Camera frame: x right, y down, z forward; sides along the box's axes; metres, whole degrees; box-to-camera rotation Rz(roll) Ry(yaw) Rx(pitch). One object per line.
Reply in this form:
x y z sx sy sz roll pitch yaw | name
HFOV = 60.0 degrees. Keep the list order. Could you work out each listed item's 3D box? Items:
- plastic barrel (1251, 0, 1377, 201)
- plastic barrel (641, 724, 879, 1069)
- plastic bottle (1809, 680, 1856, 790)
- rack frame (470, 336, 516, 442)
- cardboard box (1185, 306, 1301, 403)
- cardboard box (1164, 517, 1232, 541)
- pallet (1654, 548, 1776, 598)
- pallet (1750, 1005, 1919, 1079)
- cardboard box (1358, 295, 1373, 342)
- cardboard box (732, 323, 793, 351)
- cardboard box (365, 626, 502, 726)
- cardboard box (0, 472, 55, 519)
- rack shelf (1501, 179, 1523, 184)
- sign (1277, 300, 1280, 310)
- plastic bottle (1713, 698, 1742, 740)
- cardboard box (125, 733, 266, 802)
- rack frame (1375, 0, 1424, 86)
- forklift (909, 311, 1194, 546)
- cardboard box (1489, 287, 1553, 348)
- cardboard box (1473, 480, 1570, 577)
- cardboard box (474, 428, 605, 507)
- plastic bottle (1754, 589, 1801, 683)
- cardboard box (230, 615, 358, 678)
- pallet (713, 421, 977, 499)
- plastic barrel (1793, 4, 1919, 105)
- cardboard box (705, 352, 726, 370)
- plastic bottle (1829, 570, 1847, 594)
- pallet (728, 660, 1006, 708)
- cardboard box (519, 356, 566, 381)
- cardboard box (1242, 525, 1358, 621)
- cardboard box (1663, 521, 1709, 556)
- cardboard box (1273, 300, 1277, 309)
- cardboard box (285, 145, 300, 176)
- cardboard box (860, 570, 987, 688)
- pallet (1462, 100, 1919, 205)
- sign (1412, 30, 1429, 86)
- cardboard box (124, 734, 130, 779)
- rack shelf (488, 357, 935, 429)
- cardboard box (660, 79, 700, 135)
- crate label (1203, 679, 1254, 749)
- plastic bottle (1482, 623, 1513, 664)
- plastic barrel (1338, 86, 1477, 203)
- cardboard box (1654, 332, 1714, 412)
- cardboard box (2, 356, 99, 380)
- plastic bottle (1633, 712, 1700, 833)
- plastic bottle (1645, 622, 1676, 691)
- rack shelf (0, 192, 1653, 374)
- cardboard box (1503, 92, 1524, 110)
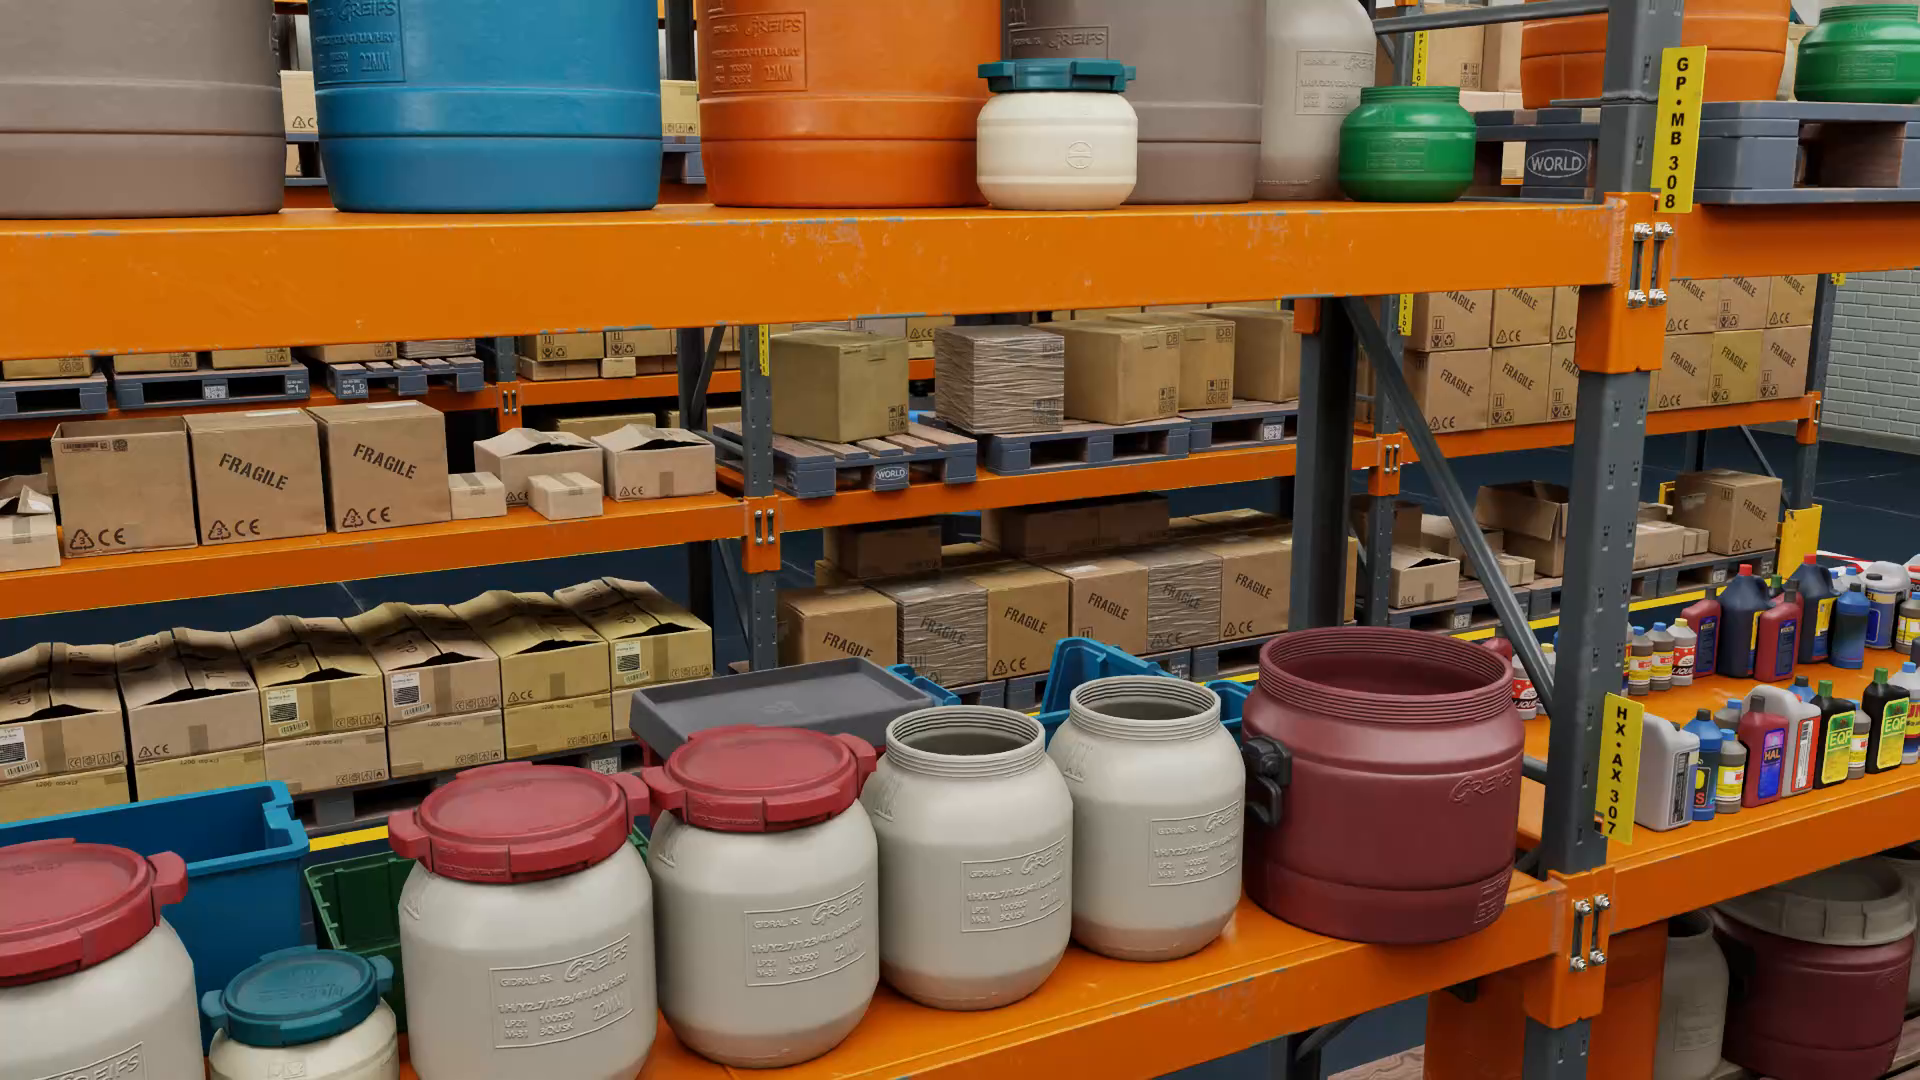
0.762 -1.066 3.925 0.421 0.512 0.421 0 13 0 | plastic barrel
-0.361 0.652 3.070 0.433 0.535 0.433 0 13 0 | plastic barrel
2.261 0.499 4.328 0.133 0.283 0.061 -7 14 -28 | plastic bottle
-3.566 -1.430 12.633 0.127 3.000 1.000 -7 14 -28 | rack frame
1.799 -1.144 10.176 0.700 0.500 0.500 11 17 41 | cardboard box
1.318 0.170 10.213 0.500 0.500 0.500 -7 14 -27 | cardboard box
5.067 0.135 12.030 1.213 0.211 1.003 -7 14 -28 | pallet
2.923 1.621 5.427 1.213 0.211 1.003 -7 14 -28 | pallet
2.642 -1.537 10.600 0.500 0.500 0.500 -7 14 -28 | cardboard box
-1.663 -1.797 13.313 0.500 0.500 0.500 -6 14 -26 | cardboard box
-2.428 0.598 7.650 0.500 0.311 0.500 -7 14 -28 | cardboard box
-4.016 -0.118 7.106 0.258 0.266 0.396 -7 15 -29 | cardboard box
4.077 -2.220 10.948 4.000 0.370 1.077 -7 14 -28 | rack shelf
2.055 -1.423 10.629 0.005 0.325 0.100 -7 14 -28 | sign
2.046 0.522 4.411 0.097 0.201 0.097 0 13 0 | plastic bottle
-3.325 0.978 7.238 0.500 0.250 0.500 -7 15 -30 | cardboard box
2.322 -3.824 9.604 0.127 3.000 1.000 -7 14 -28 | rack frame
0.753 -1.384 12.585 3.031 2.935 1.130 4 13 17 | forklift
3.323 -1.483 10.363 0.500 0.500 0.500 -7 15 -30 | cardboard box
3.968 -0.092 11.371 0.637 0.503 0.797 -7 14 -28 | cardboard box
-2.067 -0.376 8.151 0.500 0.311 0.500 -7 14 -29 | cardboard box
2.566 0.299 5.214 0.133 0.283 0.061 -7 14 -28 | plastic bottle
-3.146 0.550 7.864 0.500 0.311 0.500 -7 14 -29 | cardboard box
-0.628 -0.467 8.791 1.003 0.211 1.213 -7 14 -28 | pallet
2.221 -1.181 4.090 0.294 0.245 0.294 0 13 0 | plastic barrel
-2.050 -1.448 13.240 0.250 0.149 0.380 -7 14 -27 | cardboard box
2.886 0.235 5.526 0.097 0.271 0.097 0 13 0 | plastic bottle
-0.516 0.813 9.016 1.213 0.211 1.003 -7 14 -28 | pallet
-3.166 -1.308 12.614 0.250 0.149 0.380 -7 14 -29 | cardboard box
2.026 0.215 10.013 0.500 0.500 0.500 -7 14 -28 | cardboard box
5.075 -0.020 11.818 0.250 0.166 0.380 -7 14 -28 | cardboard box
3.013 -2.363 16.093 0.700 0.700 0.980 -6 14 -25 | cardboard box
-4.748 -2.835 11.764 0.637 0.503 0.797 -5 14 -20 | cardboard box
-0.196 0.480 8.837 0.500 0.500 0.500 -7 15 -30 | cardboard box
1.899 -0.954 4.115 1.213 0.211 1.003 -7 14 -28 | pallet
2.591 -2.698 9.360 0.005 0.325 0.100 -7 14 -28 | sign
-4.030 0.929 7.456 0.500 0.250 0.500 -7 14 -29 | cardboard box
-1.810 -1.290 13.647 4.000 0.370 1.077 -7 14 -28 | rack shelf
-2.236 -3.341 13.061 0.500 0.500 0.700 -6 14 -25 | cardboard box
0.632 0.533 4.292 0.416 0.233 0.303 -7 14 -28 | crate label
1.534 0.387 4.825 0.133 0.283 0.061 -7 14 -28 | plastic bottle
0.989 -0.873 3.678 0.294 0.245 0.294 0 13 0 | plastic barrel
4.676 -1.160 11.205 0.500 0.500 0.500 -7 14 -27 | cardboard box
-6.120 -1.377 11.168 0.500 0.500 0.700 -5 14 -22 | cardboard box
1.716 0.556 4.089 0.135 0.276 0.152 -7 14 -28 | plastic bottle
2.157 0.357 5.145 0.097 0.201 0.097 0 13 0 | plastic bottle
-0.574 -0.423 2.964 4.000 0.370 1.077 -7 14 -28 | rack shelf
3.306 -2.587 10.145 0.500 0.250 0.500 -7 14 -28 | cardboard box
